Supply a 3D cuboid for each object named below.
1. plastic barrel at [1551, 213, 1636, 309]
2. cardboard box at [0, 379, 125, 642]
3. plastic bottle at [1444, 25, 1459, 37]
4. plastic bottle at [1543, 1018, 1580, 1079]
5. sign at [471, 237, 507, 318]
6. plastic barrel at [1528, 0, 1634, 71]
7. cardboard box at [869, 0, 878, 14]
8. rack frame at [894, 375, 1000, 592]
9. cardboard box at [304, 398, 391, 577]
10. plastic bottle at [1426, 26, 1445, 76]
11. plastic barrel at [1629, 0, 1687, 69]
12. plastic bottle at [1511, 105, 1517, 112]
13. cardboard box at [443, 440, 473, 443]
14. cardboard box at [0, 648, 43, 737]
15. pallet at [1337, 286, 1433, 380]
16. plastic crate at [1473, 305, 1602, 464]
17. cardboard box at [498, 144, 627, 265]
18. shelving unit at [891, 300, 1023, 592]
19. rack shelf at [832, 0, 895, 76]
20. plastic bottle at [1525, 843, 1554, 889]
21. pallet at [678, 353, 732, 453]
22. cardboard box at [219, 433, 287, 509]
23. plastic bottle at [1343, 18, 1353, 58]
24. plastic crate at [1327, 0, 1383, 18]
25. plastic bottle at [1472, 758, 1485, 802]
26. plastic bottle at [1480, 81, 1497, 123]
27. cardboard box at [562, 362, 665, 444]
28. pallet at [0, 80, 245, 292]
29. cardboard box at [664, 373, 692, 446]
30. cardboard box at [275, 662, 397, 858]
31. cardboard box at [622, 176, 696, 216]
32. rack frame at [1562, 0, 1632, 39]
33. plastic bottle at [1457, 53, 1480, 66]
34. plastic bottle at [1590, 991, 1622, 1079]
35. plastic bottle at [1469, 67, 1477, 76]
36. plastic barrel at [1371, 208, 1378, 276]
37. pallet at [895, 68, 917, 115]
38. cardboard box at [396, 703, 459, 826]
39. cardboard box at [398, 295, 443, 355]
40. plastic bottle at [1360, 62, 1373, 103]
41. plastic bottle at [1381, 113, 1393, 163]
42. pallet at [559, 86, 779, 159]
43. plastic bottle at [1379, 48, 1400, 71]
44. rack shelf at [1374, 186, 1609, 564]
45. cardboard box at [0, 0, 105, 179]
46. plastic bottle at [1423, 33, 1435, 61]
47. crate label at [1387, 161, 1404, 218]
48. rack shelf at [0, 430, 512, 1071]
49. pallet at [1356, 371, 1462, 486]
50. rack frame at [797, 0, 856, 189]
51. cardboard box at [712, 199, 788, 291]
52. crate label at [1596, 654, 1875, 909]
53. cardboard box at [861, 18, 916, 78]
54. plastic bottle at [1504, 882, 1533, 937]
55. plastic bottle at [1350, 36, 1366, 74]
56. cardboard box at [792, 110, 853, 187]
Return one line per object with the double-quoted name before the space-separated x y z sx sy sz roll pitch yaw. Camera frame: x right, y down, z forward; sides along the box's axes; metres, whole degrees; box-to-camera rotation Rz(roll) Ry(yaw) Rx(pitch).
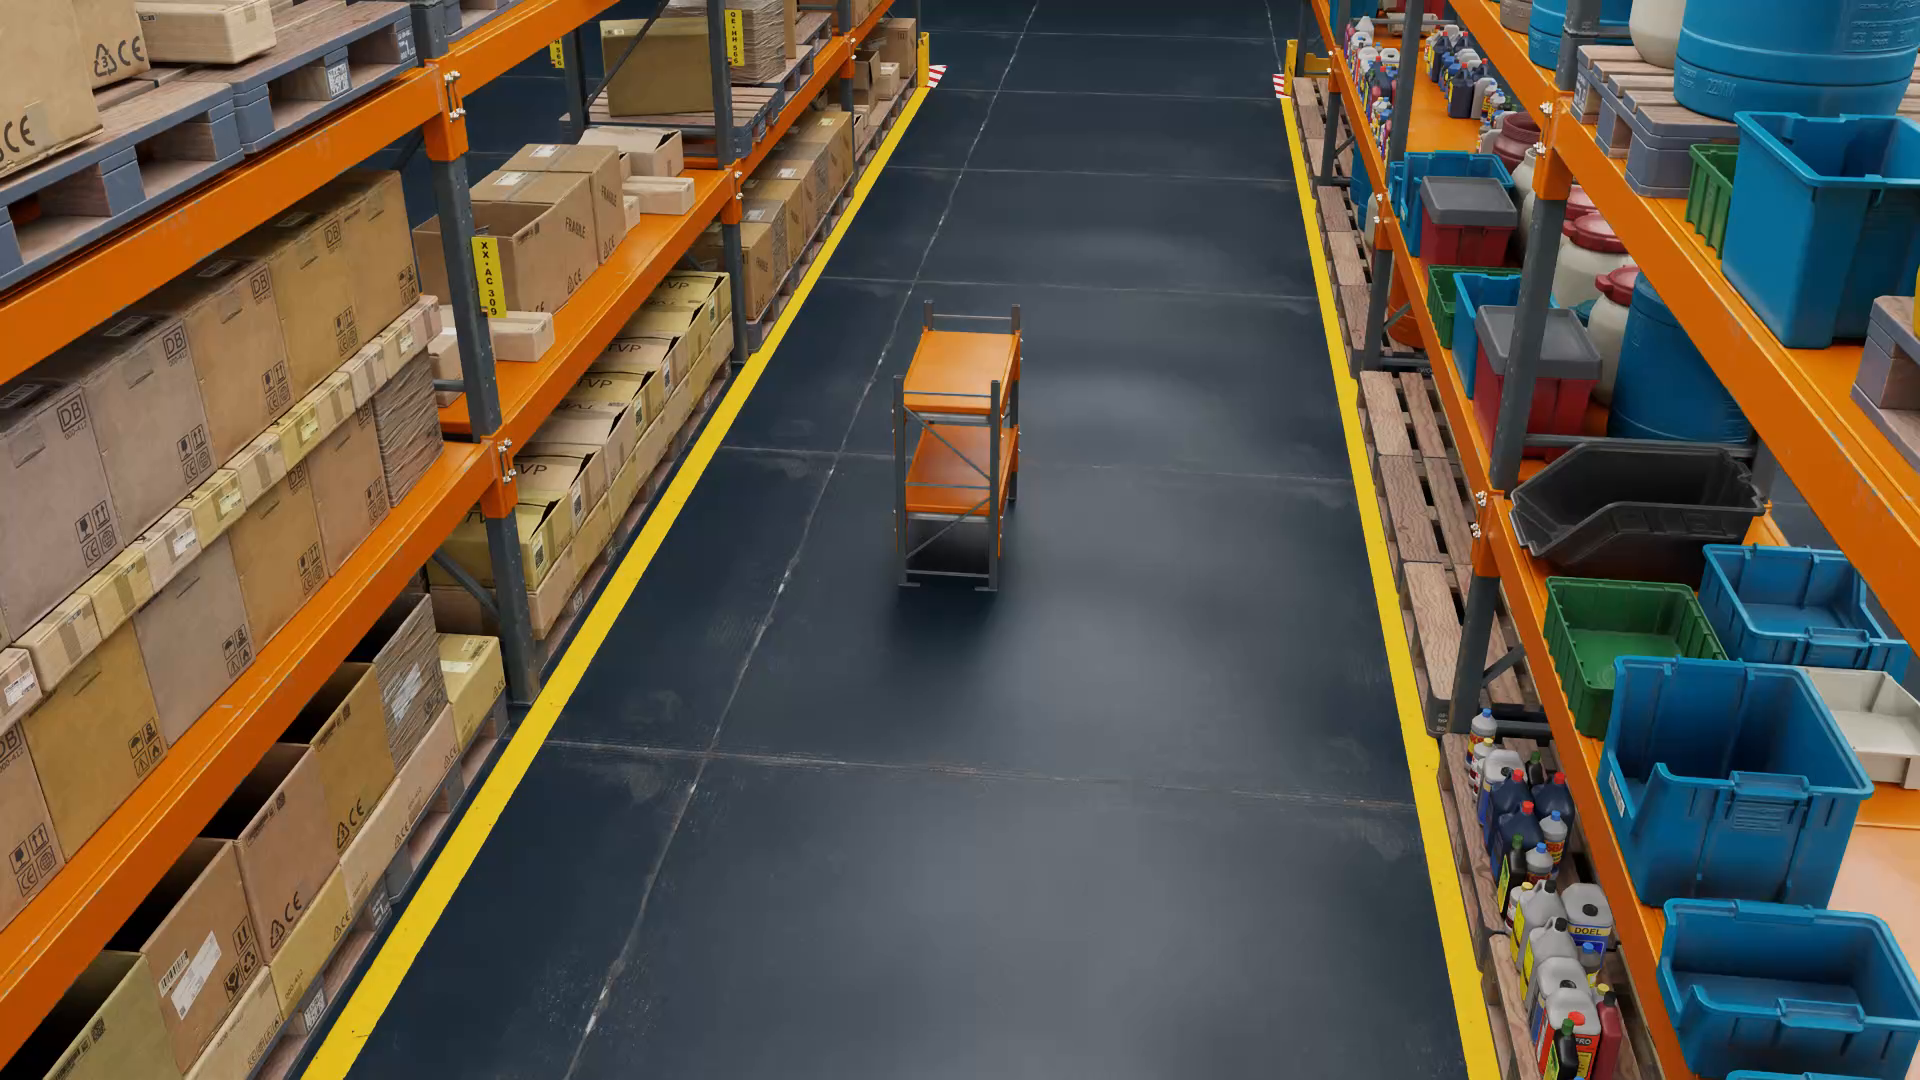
"plastic barrel" 2.953 -1.191 7.654 0.433 0.535 0.433 0 28 0
"cardboard box" -2.681 -0.099 4.298 0.700 0.500 0.500 3 29 6
"plastic bottle" 3.781 -3.855 12.873 0.152 0.276 0.135 3 28 6
"plastic bottle" 1.824 1.591 5.034 0.061 0.283 0.133 4 29 7
"sign" -1.836 -1.022 6.488 0.100 0.325 0.005 3 28 6
"plastic barrel" 2.375 -2.141 5.870 0.600 0.901 0.708 3 28 6
"cardboard box" -1.015 -4.912 14.600 0.500 0.500 0.500 4 29 7
"rack frame" -0.061 -0.259 8.045 0.500 1.125 0.032 3 28 6
"cardboard box" -2.494 -0.224 5.897 0.700 0.500 0.500 3 28 6
"plastic bottle" 3.578 -3.649 12.412 0.144 0.351 0.185 3 28 6
"plastic barrel" 2.281 -1.711 5.040 0.421 0.512 0.421 0 28 0
"plastic bottle" 3.511 -2.642 10.615 0.061 0.283 0.133 3 28 6
"cardboard box" -2.565 -0.311 8.030 0.500 0.311 0.500 4 29 8
"cardboard box" -2.521 0.383 4.087 0.380 0.149 0.250 3 28 5
"pallet" 3.074 -1.377 11.083 1.003 0.211 1.213 3 28 6
"plastic crate" 2.284 -0.622 6.674 0.402 0.464 0.583 3 28 6
"cardboard box" -2.087 -1.774 8.774 0.500 0.500 0.500 2 28 3
"shelving unit" 0.001 -0.498 8.489 0.538 1.125 1.048 3 28 6
"rack shelf" -1.162 -5.028 15.679 1.077 0.370 4.000 3 28 6
"plastic bottle" 2.014 1.176 5.818 0.097 0.271 0.097 0 28 0
"pallet" -2.037 -0.907 10.212 1.003 0.211 1.213 3 28 6
"cardboard box" -2.365 -0.229 5.223 0.380 0.149 0.250 4 29 8
"plastic bottle" 3.040 -3.914 12.976 0.061 0.283 0.133 3 28 6
"plastic crate" 3.379 -4.561 14.281 0.437 0.125 0.590 3 28 6
"plastic bottle" 2.029 0.911 6.384 0.097 0.201 0.097 0 28 0
"plastic bottle" 3.575 -2.956 11.209 0.097 0.271 0.097 0 28 0
"cardboard box" -1.902 -0.763 8.868 0.500 0.311 0.500 4 29 8
"pallet" -2.618 -0.943 4.269 1.003 0.211 1.213 3 28 6
"cardboard box" -1.844 -0.753 9.442 0.500 0.250 0.500 4 29 7
"cardboard box" -2.358 0.759 5.844 0.500 0.500 0.500 3 28 6
"cardboard box" -1.733 -1.970 9.510 0.380 0.149 0.250 3 28 6
"rack frame" 2.528 -2.989 4.810 1.000 3.000 0.127 3 28 6
"plastic bottle" 3.658 -3.382 11.996 0.152 0.276 0.135 3 28 6
"plastic bottle" 1.992 1.536 5.136 0.061 0.283 0.133 3 28 6
"plastic bottle" 3.566 -3.155 11.580 0.097 0.271 0.097 0 28 0
"plastic barrel" 3.200 -2.117 11.616 0.600 0.588 0.708 3 28 6
"pallet" -1.023 -4.647 17.154 1.003 0.211 1.213 3 28 6
"cardboard box" -2.298 0.854 6.459 0.500 0.250 0.500 3 28 6
"cardboard box" -2.208 -0.827 6.332 0.380 0.149 0.250 3 28 6
"plastic bottle" 2.879 -3.217 11.695 0.097 0.271 0.097 0 28 0
"plastic bottle" 2.673 -2.503 10.357 0.061 0.283 0.133 3 28 6
"pallet" -1.884 -2.759 10.911 1.213 0.211 1.003 3 28 6
"plastic bottle" 3.111 -3.419 12.064 0.152 0.276 0.135 3 28 6
"rack shelf" 2.773 -0.973 8.151 1.077 0.370 4.000 3 28 6
"cardboard box" -2.403 -1.132 3.829 0.500 0.500 0.500 3 28 6
"plastic bottle" 3.655 -3.820 12.888 0.097 0.201 0.097 0 28 0
"crate label" 2.595 -1.980 9.440 0.303 0.233 0.416 3 28 6
"rack shelf" -2.632 0.621 5.194 1.077 0.370 4.000 3 28 6
"pallet" 2.885 -0.641 9.717 1.003 0.211 1.213 3 28 6
"rack frame" -1.407 -4.403 13.761 1.000 3.000 0.127 3 28 6
"cardboard box" -1.499 -2.058 11.579 0.500 0.500 0.500 2 28 4
"crate label" 1.995 0.637 4.367 0.502 0.435 0.616 3 28 6
"cardboard box" -0.739 -5.109 17.242 0.500 0.500 0.500 3 28 6
"plastic bottle" 1.937 1.267 5.722 0.097 0.201 0.097 0 28 0
"plastic bottle" 2.987 -3.636 12.472 0.097 0.271 0.097 0 28 0
"cardboard box" -1.183 -3.247 13.787 0.500 0.500 0.500 3 28 6
